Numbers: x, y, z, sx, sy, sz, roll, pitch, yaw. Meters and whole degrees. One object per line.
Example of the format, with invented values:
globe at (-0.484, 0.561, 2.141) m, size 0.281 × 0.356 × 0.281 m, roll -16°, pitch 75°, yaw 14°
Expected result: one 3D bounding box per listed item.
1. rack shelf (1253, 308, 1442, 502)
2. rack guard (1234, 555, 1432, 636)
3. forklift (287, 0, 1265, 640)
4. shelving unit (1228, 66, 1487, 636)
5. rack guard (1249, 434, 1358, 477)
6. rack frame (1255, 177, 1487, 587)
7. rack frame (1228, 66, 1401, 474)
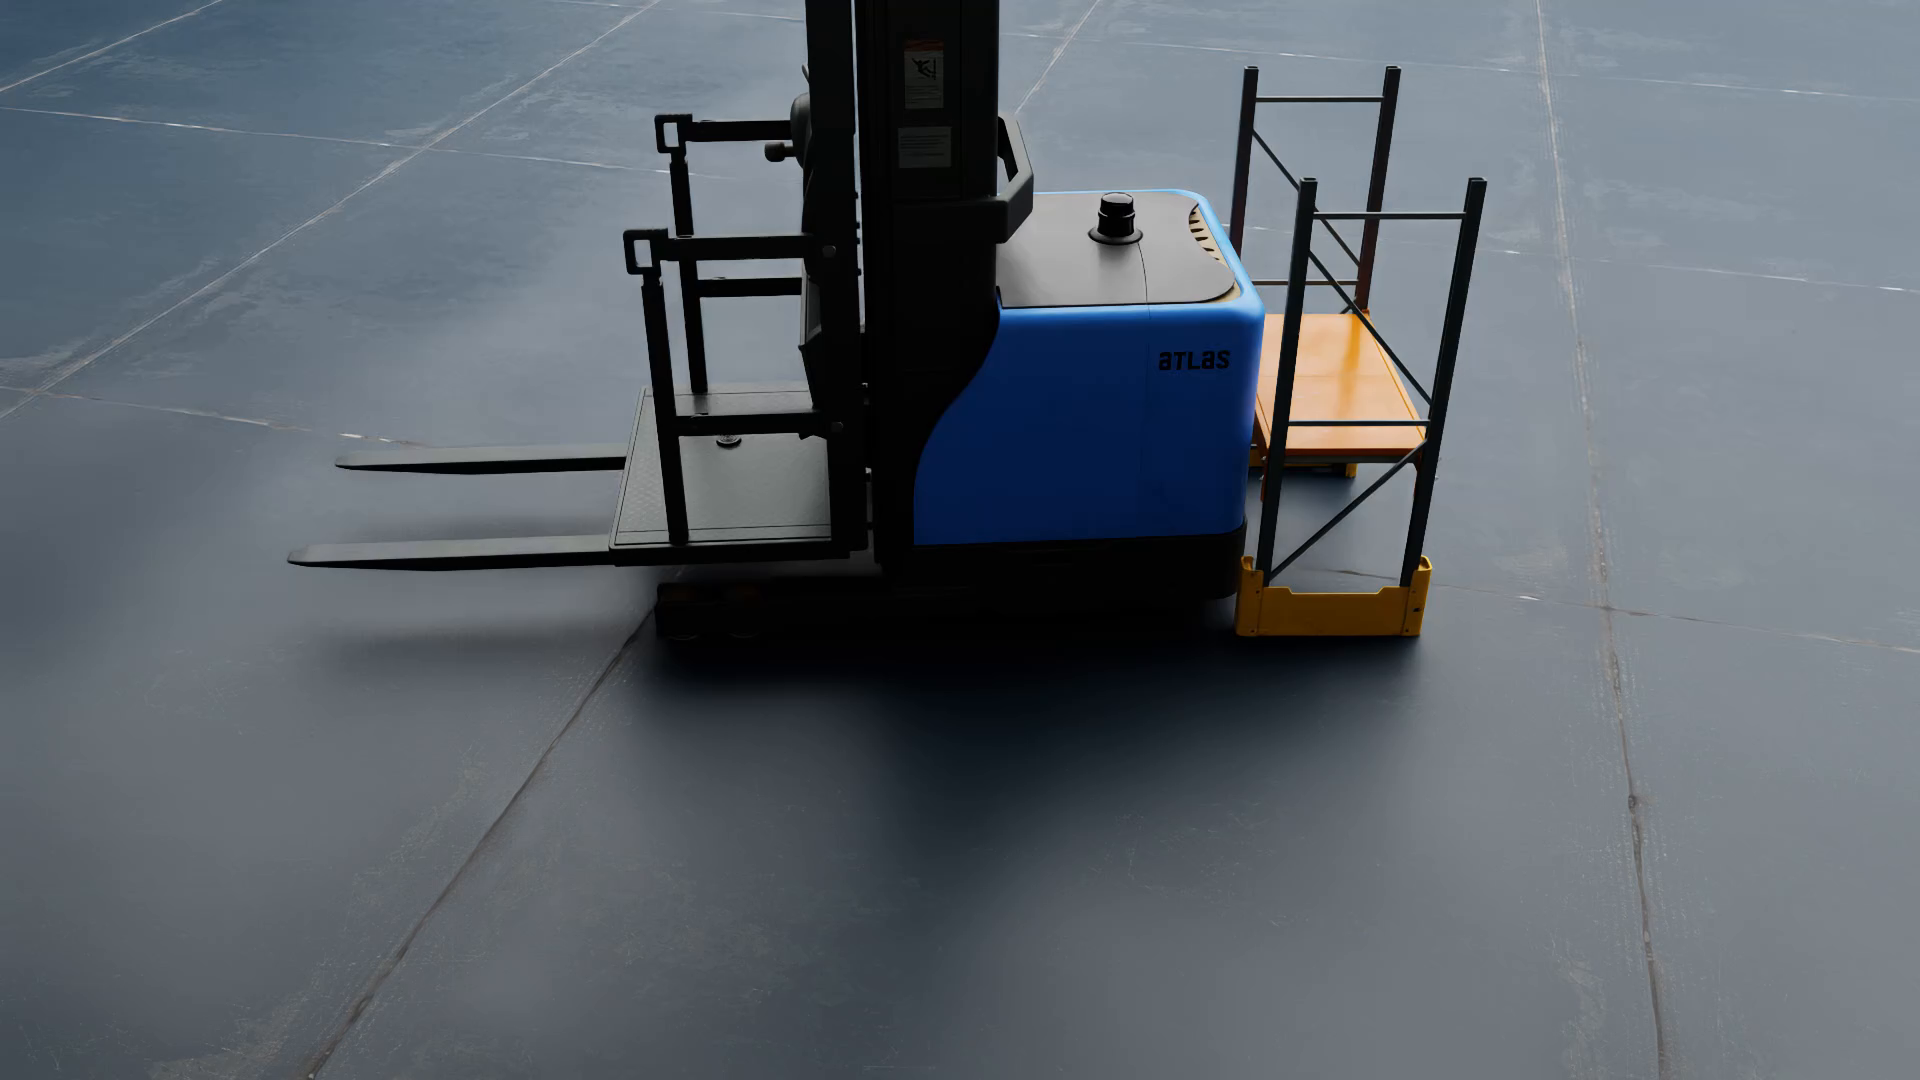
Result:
rack shelf at (1.168, -0.462, 5.413) m, size 0.538 × 0.185 × 1.000 m, roll 0°, pitch 32°, yaw 0°
rack guard at (1.170, 0.176, 5.240) m, size 0.587 × 0.250 × 0.087 m, roll 0°, pitch 32°, yaw 0°
forklift at (-0.629, -1.214, 4.928) m, size 3.031 × 2.935 × 1.130 m, roll -2°, pitch 33°, yaw -3°
shelving unit at (1.168, -0.618, 5.325) m, size 0.587 × 1.500 × 1.083 m, roll 0°, pitch 32°, yaw 0°
rack guard at (1.166, -0.358, 6.080) m, size 0.587 × 0.250 × 0.087 m, roll 0°, pitch 32°, yaw 0°
rack frame at (1.170, -0.341, 4.888) m, size 0.500 × 1.500 × 0.032 m, roll 0°, pitch 32°, yaw 0°
rack frame at (1.166, -0.886, 5.746) m, size 0.500 × 1.500 × 0.032 m, roll 0°, pitch 32°, yaw 0°
